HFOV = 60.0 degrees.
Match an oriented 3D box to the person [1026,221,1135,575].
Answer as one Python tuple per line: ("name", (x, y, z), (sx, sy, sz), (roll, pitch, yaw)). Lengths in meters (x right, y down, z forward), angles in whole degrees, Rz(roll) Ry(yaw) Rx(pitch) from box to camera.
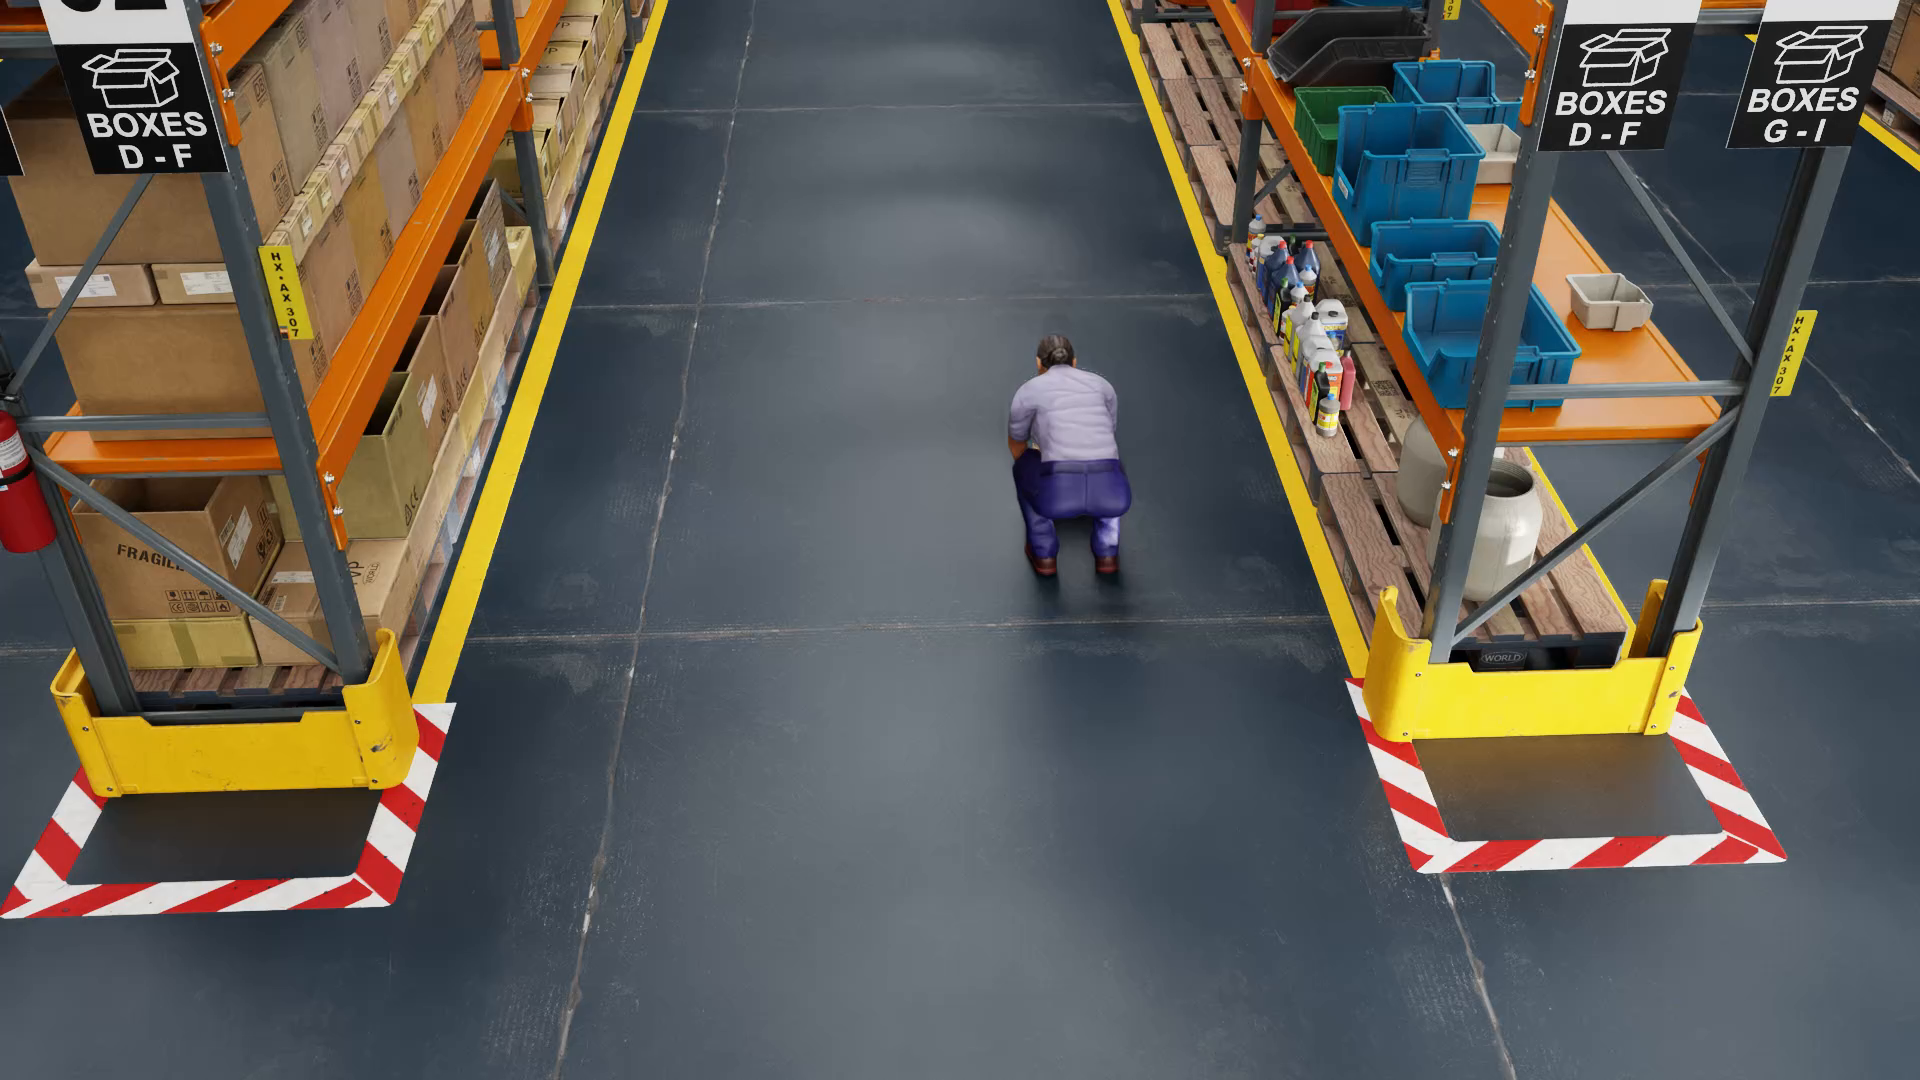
("person", (0.493, -0.610, 7.039), (0.436, 1.629, 0.530), (-2, 35, -3))
